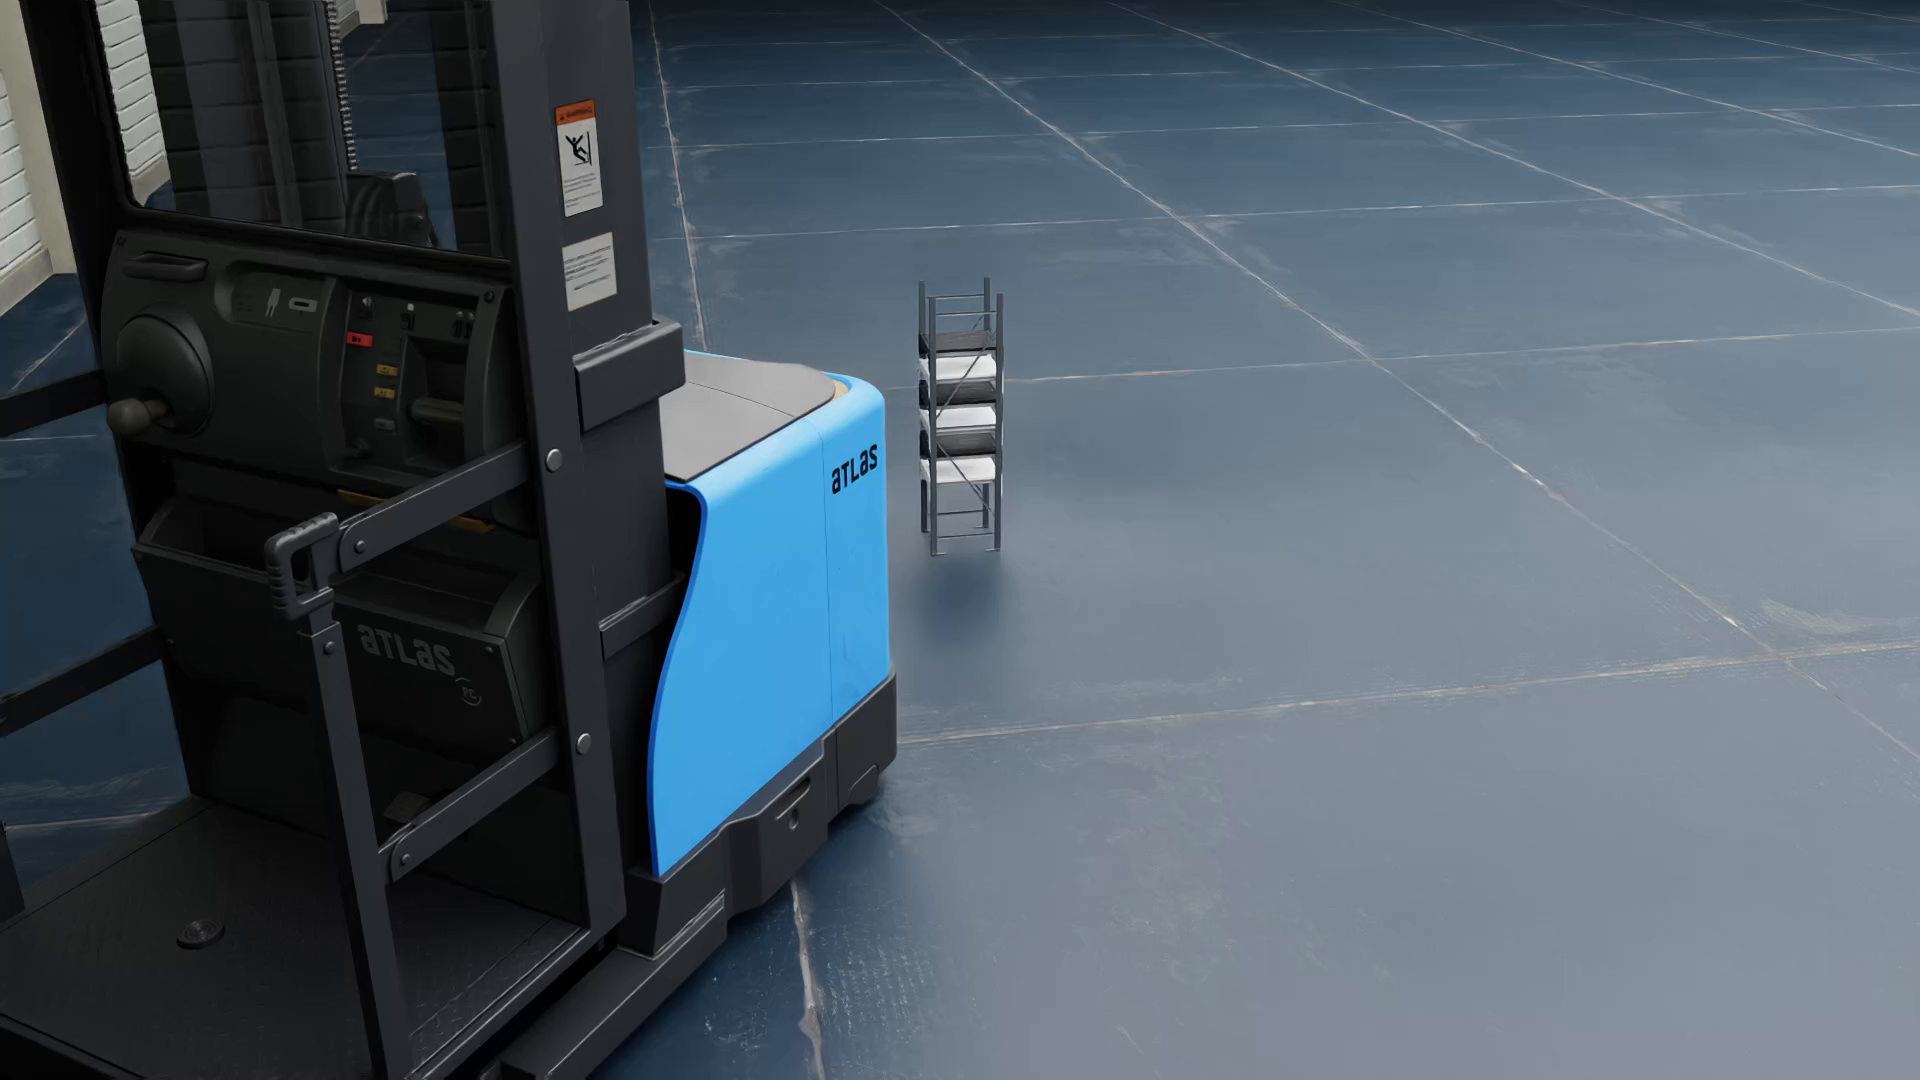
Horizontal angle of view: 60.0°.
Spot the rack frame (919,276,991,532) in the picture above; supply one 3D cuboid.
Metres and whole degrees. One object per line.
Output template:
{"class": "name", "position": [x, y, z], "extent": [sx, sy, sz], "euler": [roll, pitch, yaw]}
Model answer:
{"class": "rack frame", "position": [-0.017, -0.449, 5.654], "extent": [0.240, 0.900, 0.006], "euler": [-4, 24, -10]}

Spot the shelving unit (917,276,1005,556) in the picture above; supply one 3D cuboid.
{"class": "shelving unit", "position": [0.001, -0.409, 5.563], "extent": [0.258, 0.900, 0.210], "euler": [-4, 24, -10]}

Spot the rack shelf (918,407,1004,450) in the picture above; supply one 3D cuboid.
{"class": "rack shelf", "position": [0.001, -0.379, 5.576], "extent": [0.258, 0.077, 0.200], "euler": [-4, 24, -10]}

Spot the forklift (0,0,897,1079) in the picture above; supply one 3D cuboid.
{"class": "forklift", "position": [-1.274, -0.298, 2.770], "extent": [1.130, 2.935, 3.031], "euler": [11, 26, 24]}

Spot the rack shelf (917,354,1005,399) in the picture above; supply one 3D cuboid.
{"class": "rack shelf", "position": [0.001, -0.544, 5.504], "extent": [0.258, 0.077, 0.200], "euler": [-4, 24, -10]}

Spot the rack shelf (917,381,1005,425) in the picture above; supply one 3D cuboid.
{"class": "rack shelf", "position": [0.001, -0.461, 5.540], "extent": [0.258, 0.077, 0.200], "euler": [-4, 24, -10]}

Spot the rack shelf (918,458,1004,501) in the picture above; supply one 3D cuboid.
{"class": "rack shelf", "position": [0.001, -0.214, 5.648], "extent": [0.258, 0.077, 0.200], "euler": [-4, 24, -10]}

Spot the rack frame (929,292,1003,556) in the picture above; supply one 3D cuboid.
{"class": "rack frame", "position": [0.020, -0.369, 5.471], "extent": [0.240, 0.900, 0.006], "euler": [-4, 24, -10]}

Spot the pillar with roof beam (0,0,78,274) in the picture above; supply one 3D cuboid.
{"class": "pillar with roof beam", "position": [-0.641, -5.984, 8.208], "extent": [9.100, 9.000, 0.400], "euler": [-4, 24, -10]}

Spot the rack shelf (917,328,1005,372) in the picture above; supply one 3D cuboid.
{"class": "rack shelf", "position": [0.001, -0.626, 5.468], "extent": [0.258, 0.077, 0.200], "euler": [-4, 24, -10]}

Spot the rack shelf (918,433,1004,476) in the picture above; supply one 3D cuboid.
{"class": "rack shelf", "position": [0.001, -0.296, 5.612], "extent": [0.258, 0.077, 0.200], "euler": [-4, 24, -10]}

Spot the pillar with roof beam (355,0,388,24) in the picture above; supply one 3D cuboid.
{"class": "pillar with roof beam", "position": [-2.860, -10.704, 19.016], "extent": [9.100, 9.000, 0.400], "euler": [-4, 24, -10]}
